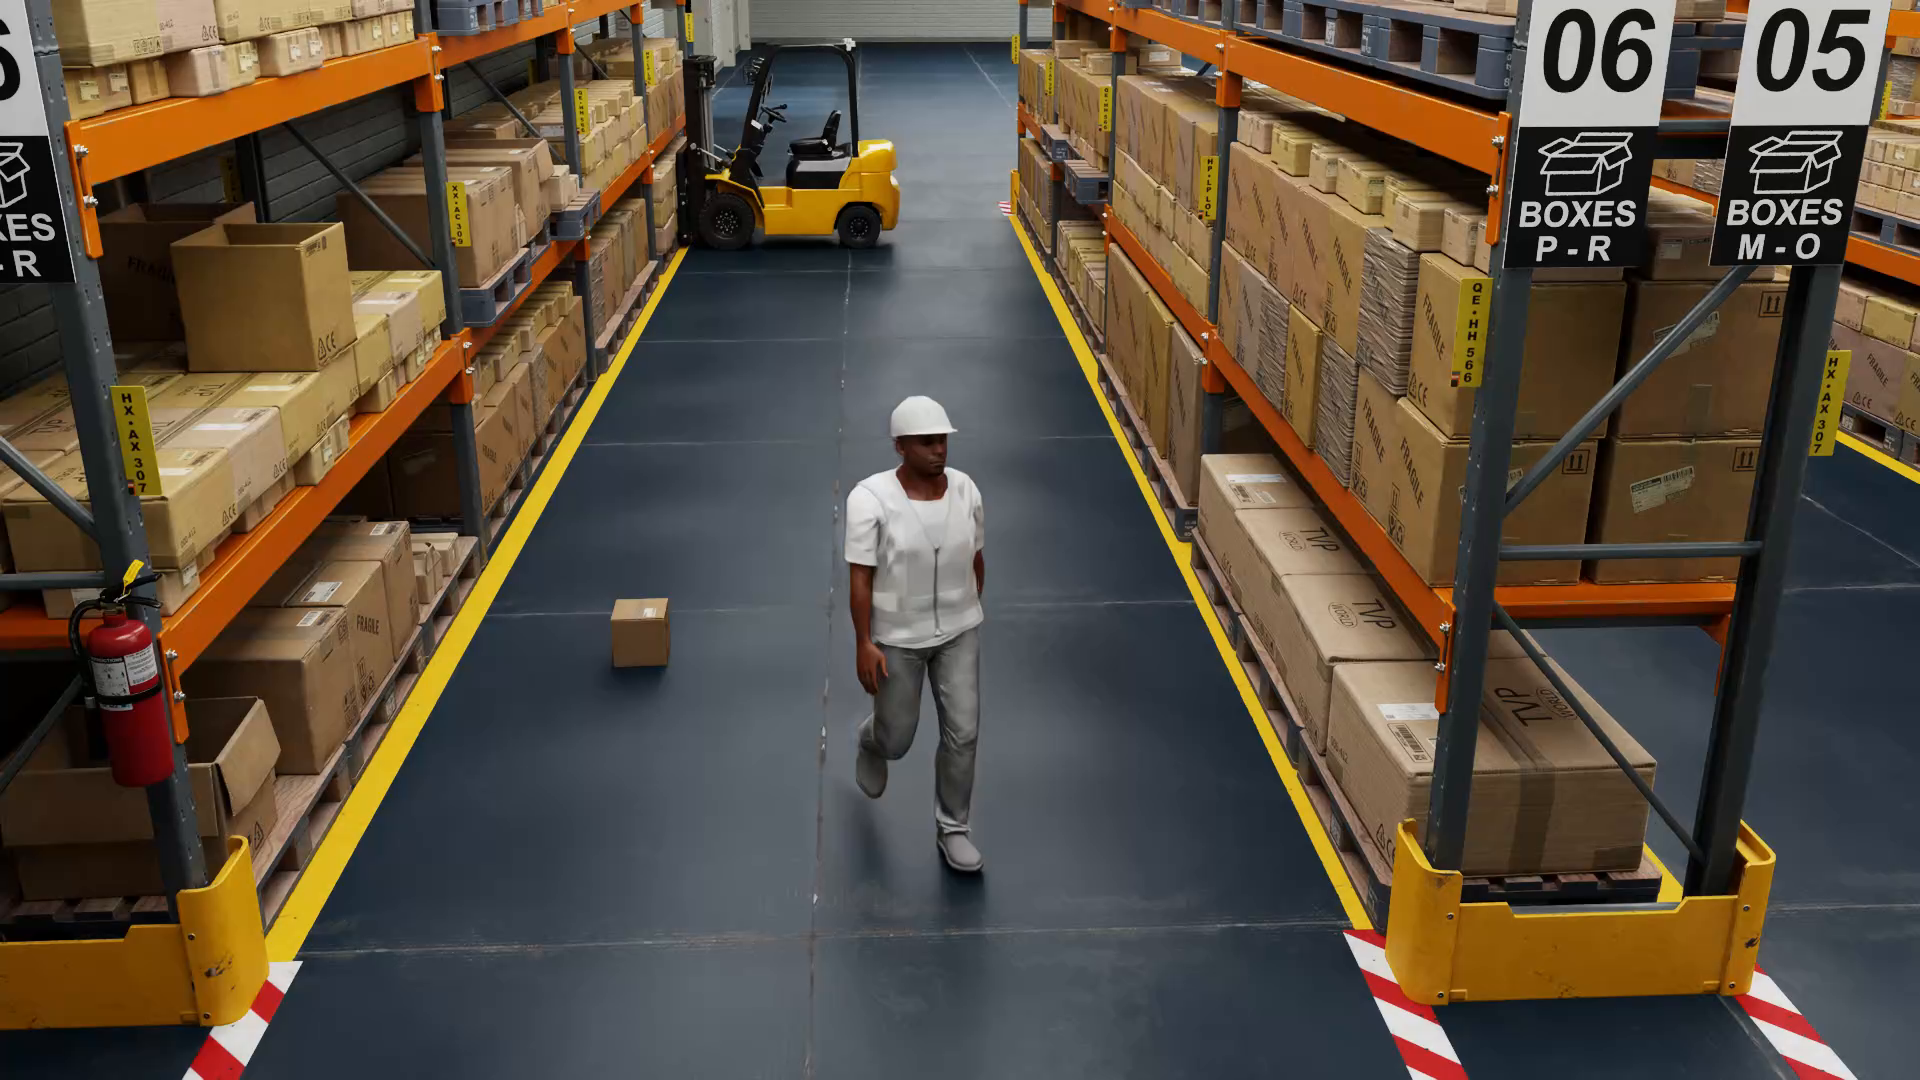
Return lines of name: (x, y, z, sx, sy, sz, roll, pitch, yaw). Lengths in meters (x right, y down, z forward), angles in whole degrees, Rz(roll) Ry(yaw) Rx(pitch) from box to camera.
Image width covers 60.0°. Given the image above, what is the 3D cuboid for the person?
person: (-0.154, 0.313, 6.150, 0.558, 1.741, 0.780, -7, 21, -19)
